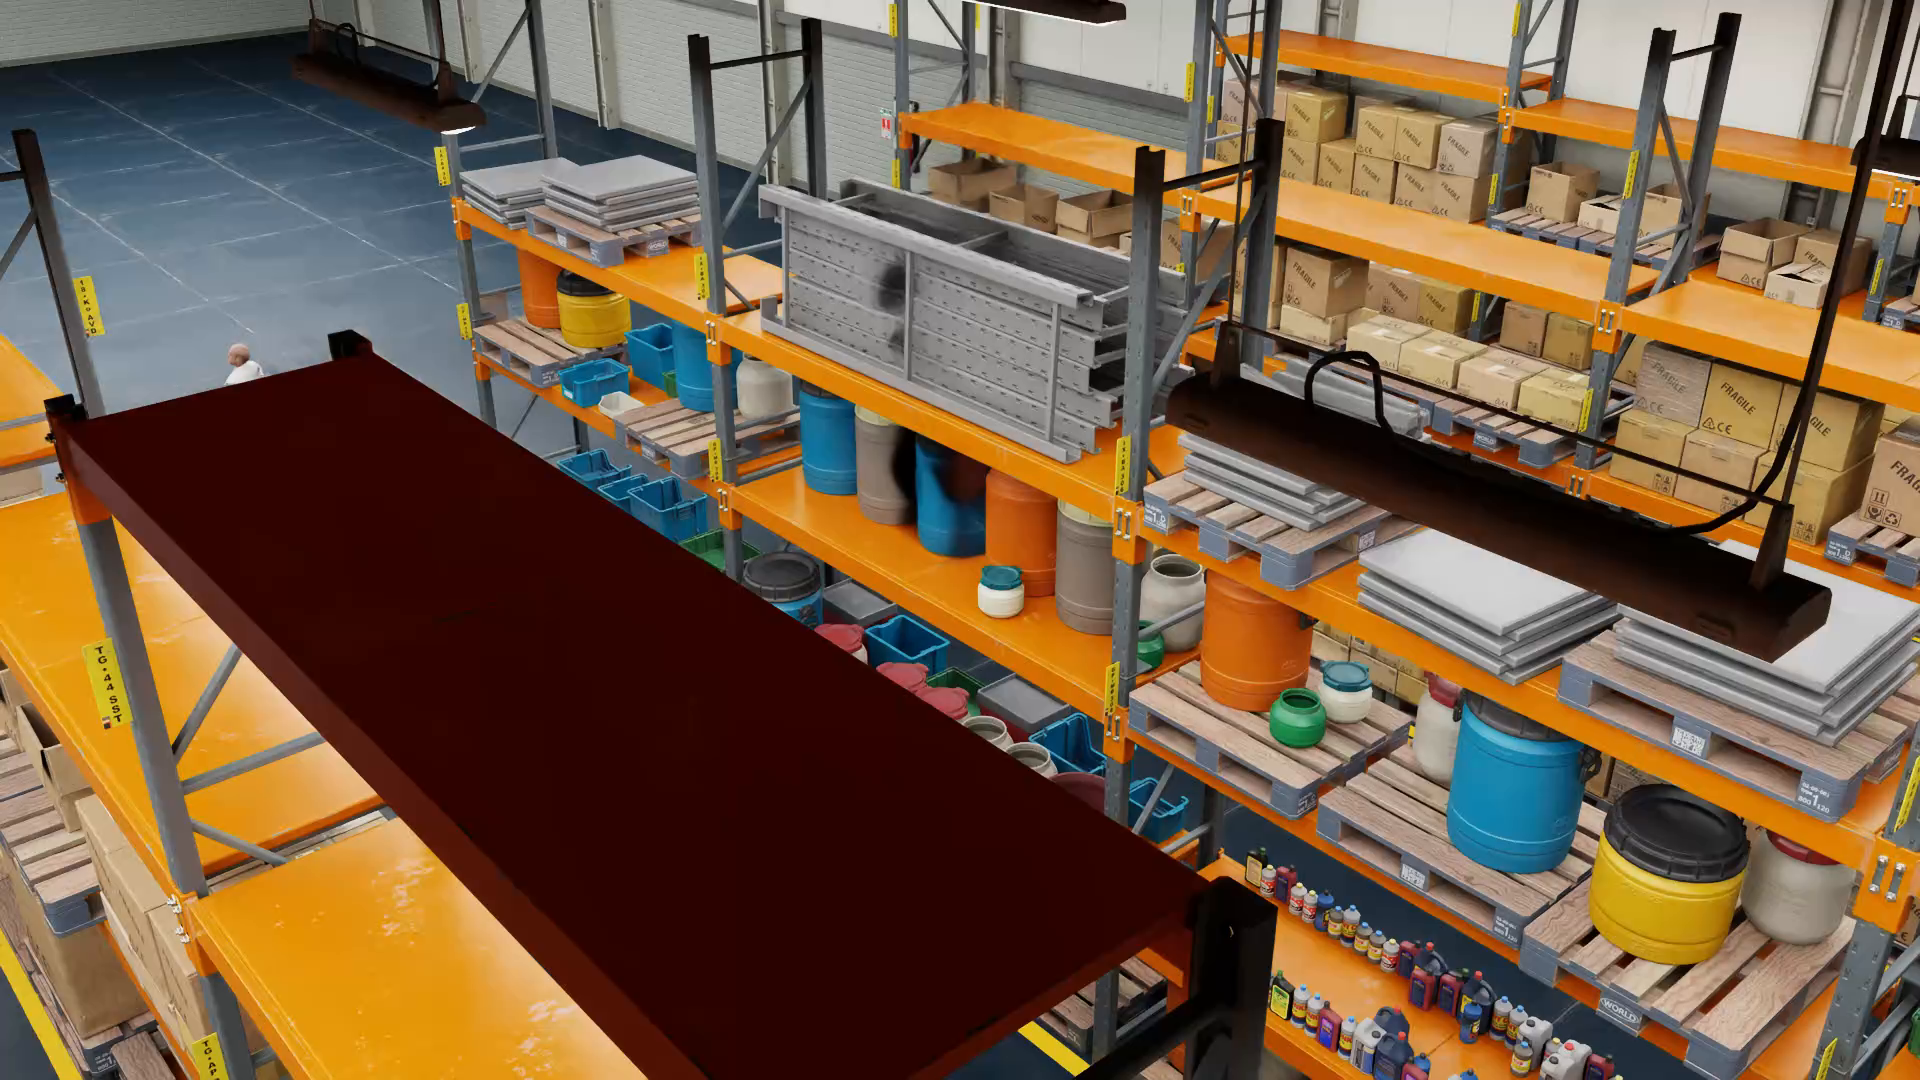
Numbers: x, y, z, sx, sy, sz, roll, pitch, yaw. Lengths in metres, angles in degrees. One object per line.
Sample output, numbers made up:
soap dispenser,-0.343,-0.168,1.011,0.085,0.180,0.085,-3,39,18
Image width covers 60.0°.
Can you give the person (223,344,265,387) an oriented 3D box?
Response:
person,-7.789,-1.333,18.279,0.754,1.734,0.705,-5,27,-10
